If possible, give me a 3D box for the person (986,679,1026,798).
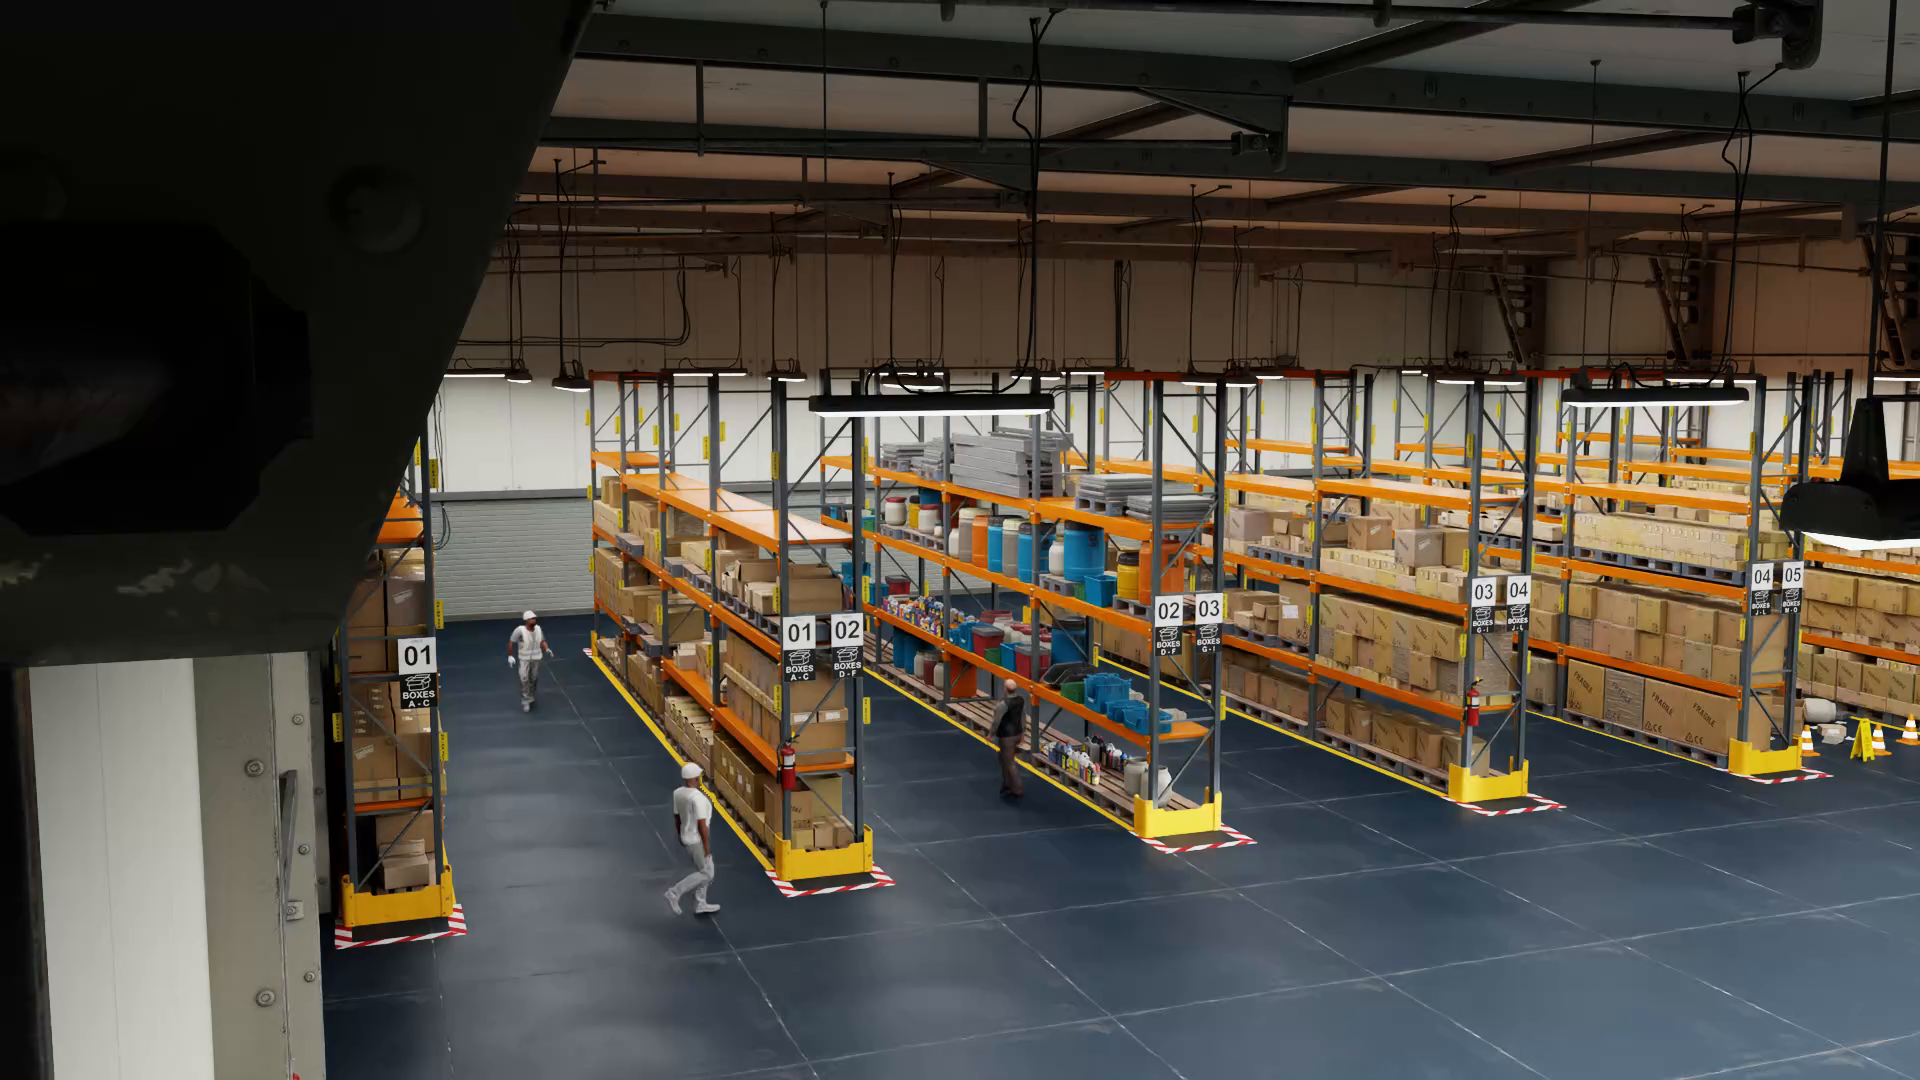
[{"bbox_3d":[0.678,2.856,23.761,0.554,1.785,0.547,4,7,31],"label":"person"}]

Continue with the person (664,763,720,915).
[{"bbox_3d":[-3.023,3.370,18.704,0.637,1.749,0.559,-1,7,-13],"label":"person"}]

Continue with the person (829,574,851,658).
[{"bbox_3d":[-2.516,1.597,34.444,0.674,1.787,0.445,6,9,43],"label":"person"}]

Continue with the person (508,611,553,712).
[{"bbox_3d":[-7.721,2.167,29.900,0.780,1.809,0.878,-2,7,-17],"label":"person"}]

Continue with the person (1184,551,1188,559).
[{"bbox_3d":[5.808,0.595,44.287,0.598,1.626,0.422,-5,8,-38],"label":"person"}]
